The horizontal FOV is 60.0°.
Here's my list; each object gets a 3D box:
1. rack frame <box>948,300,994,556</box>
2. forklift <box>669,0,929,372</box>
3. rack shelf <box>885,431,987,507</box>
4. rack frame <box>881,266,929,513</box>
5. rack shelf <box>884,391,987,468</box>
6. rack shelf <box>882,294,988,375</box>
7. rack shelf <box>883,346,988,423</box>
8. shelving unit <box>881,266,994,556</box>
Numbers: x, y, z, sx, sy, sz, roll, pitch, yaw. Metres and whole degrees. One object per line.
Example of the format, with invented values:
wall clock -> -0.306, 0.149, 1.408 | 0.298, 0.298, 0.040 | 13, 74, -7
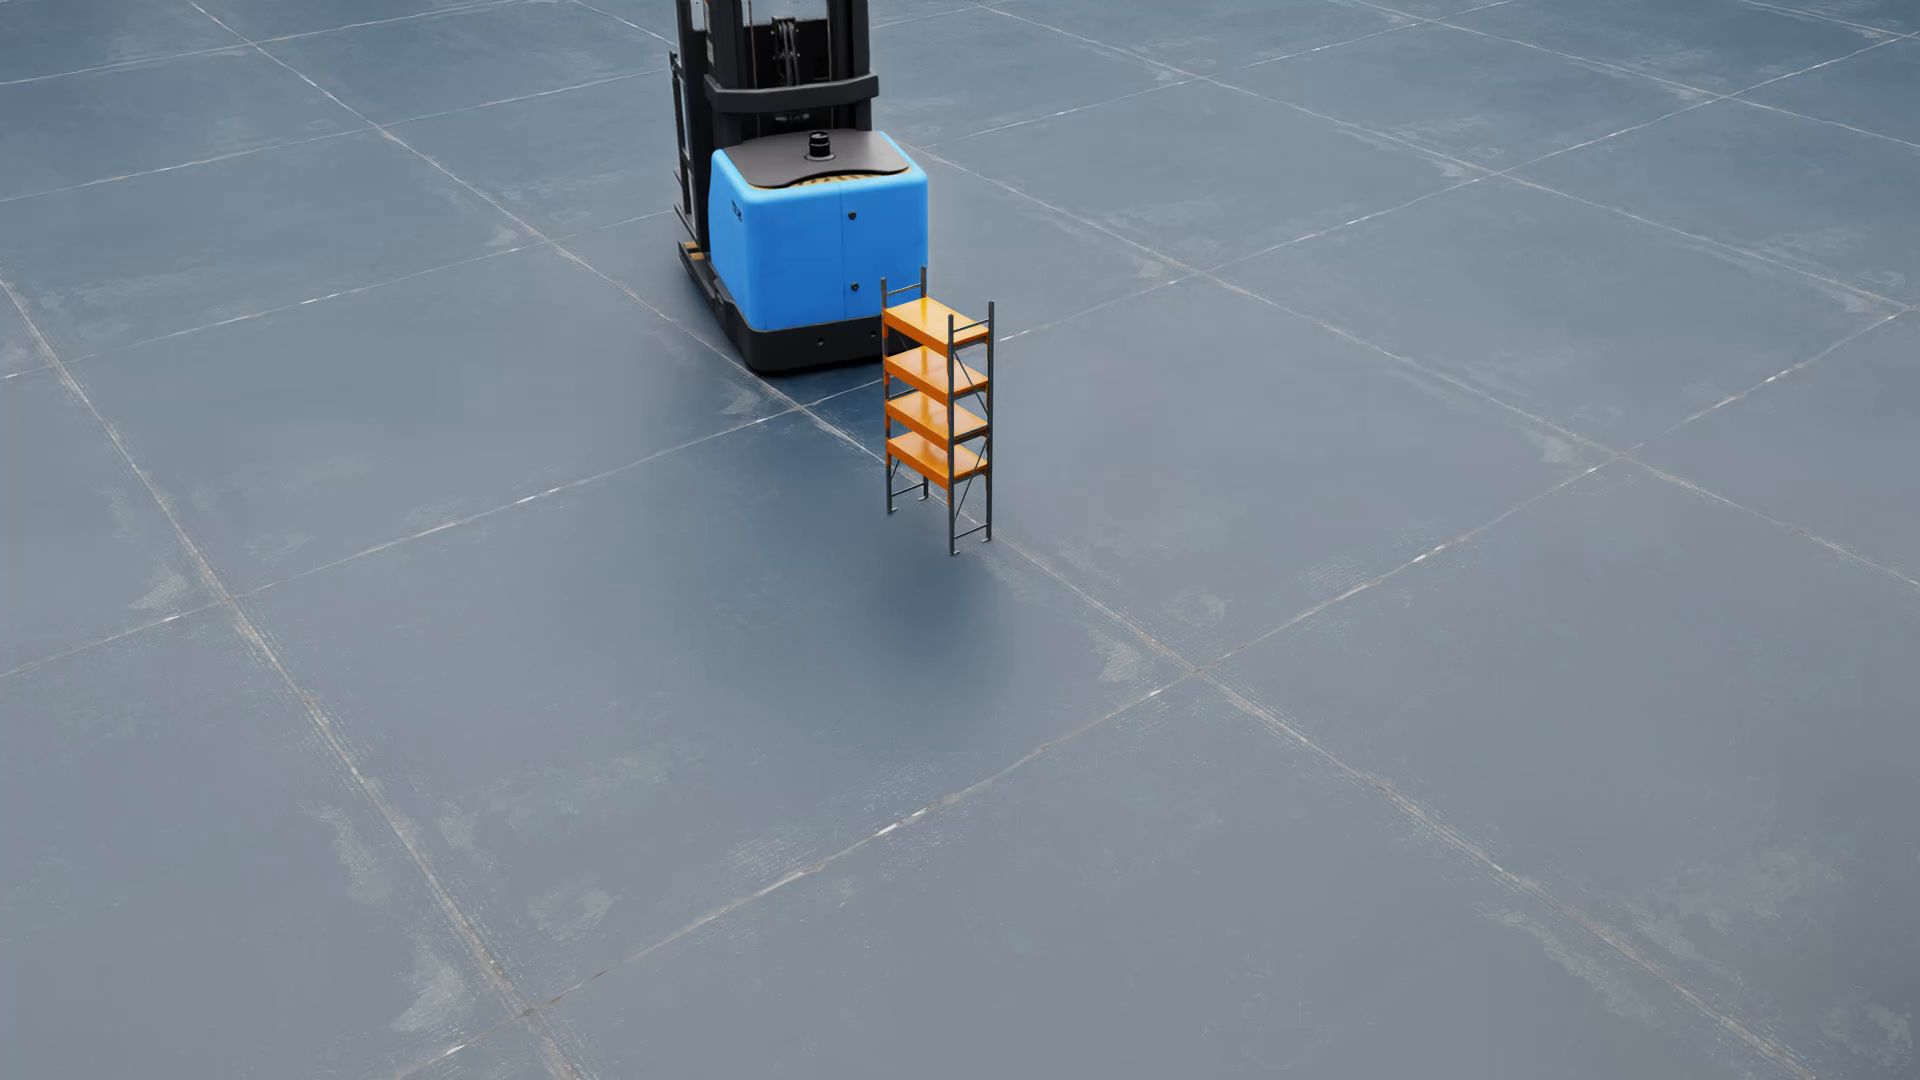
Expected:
rack frame -> 0.048, -0.477, 7.381 | 0.240, 1.200, 0.015 | -22, 38, -31
forklift -> -1.137, -2.934, 9.696 | 1.130, 2.935, 3.031 | -11, 33, -17
rack shelf -> -0.102, -0.353, 7.685 | 0.258, 0.148, 0.480 | -22, 38, -31
rack frame -> -0.251, -0.680, 7.708 | 0.240, 1.200, 0.015 | -22, 38, -31
rack shelf -> -0.102, -0.522, 7.580 | 0.258, 0.148, 0.480 | -22, 38, -31
rack shelf -> -0.102, -0.912, 7.337 | 0.258, 0.148, 0.480 | -22, 38, -31
rack shelf -> -0.102, -0.712, 7.462 | 0.258, 0.148, 0.480 | -22, 38, -31
shelving unit -> -0.102, -0.579, 7.545 | 0.258, 1.200, 0.503 | -22, 38, -31
